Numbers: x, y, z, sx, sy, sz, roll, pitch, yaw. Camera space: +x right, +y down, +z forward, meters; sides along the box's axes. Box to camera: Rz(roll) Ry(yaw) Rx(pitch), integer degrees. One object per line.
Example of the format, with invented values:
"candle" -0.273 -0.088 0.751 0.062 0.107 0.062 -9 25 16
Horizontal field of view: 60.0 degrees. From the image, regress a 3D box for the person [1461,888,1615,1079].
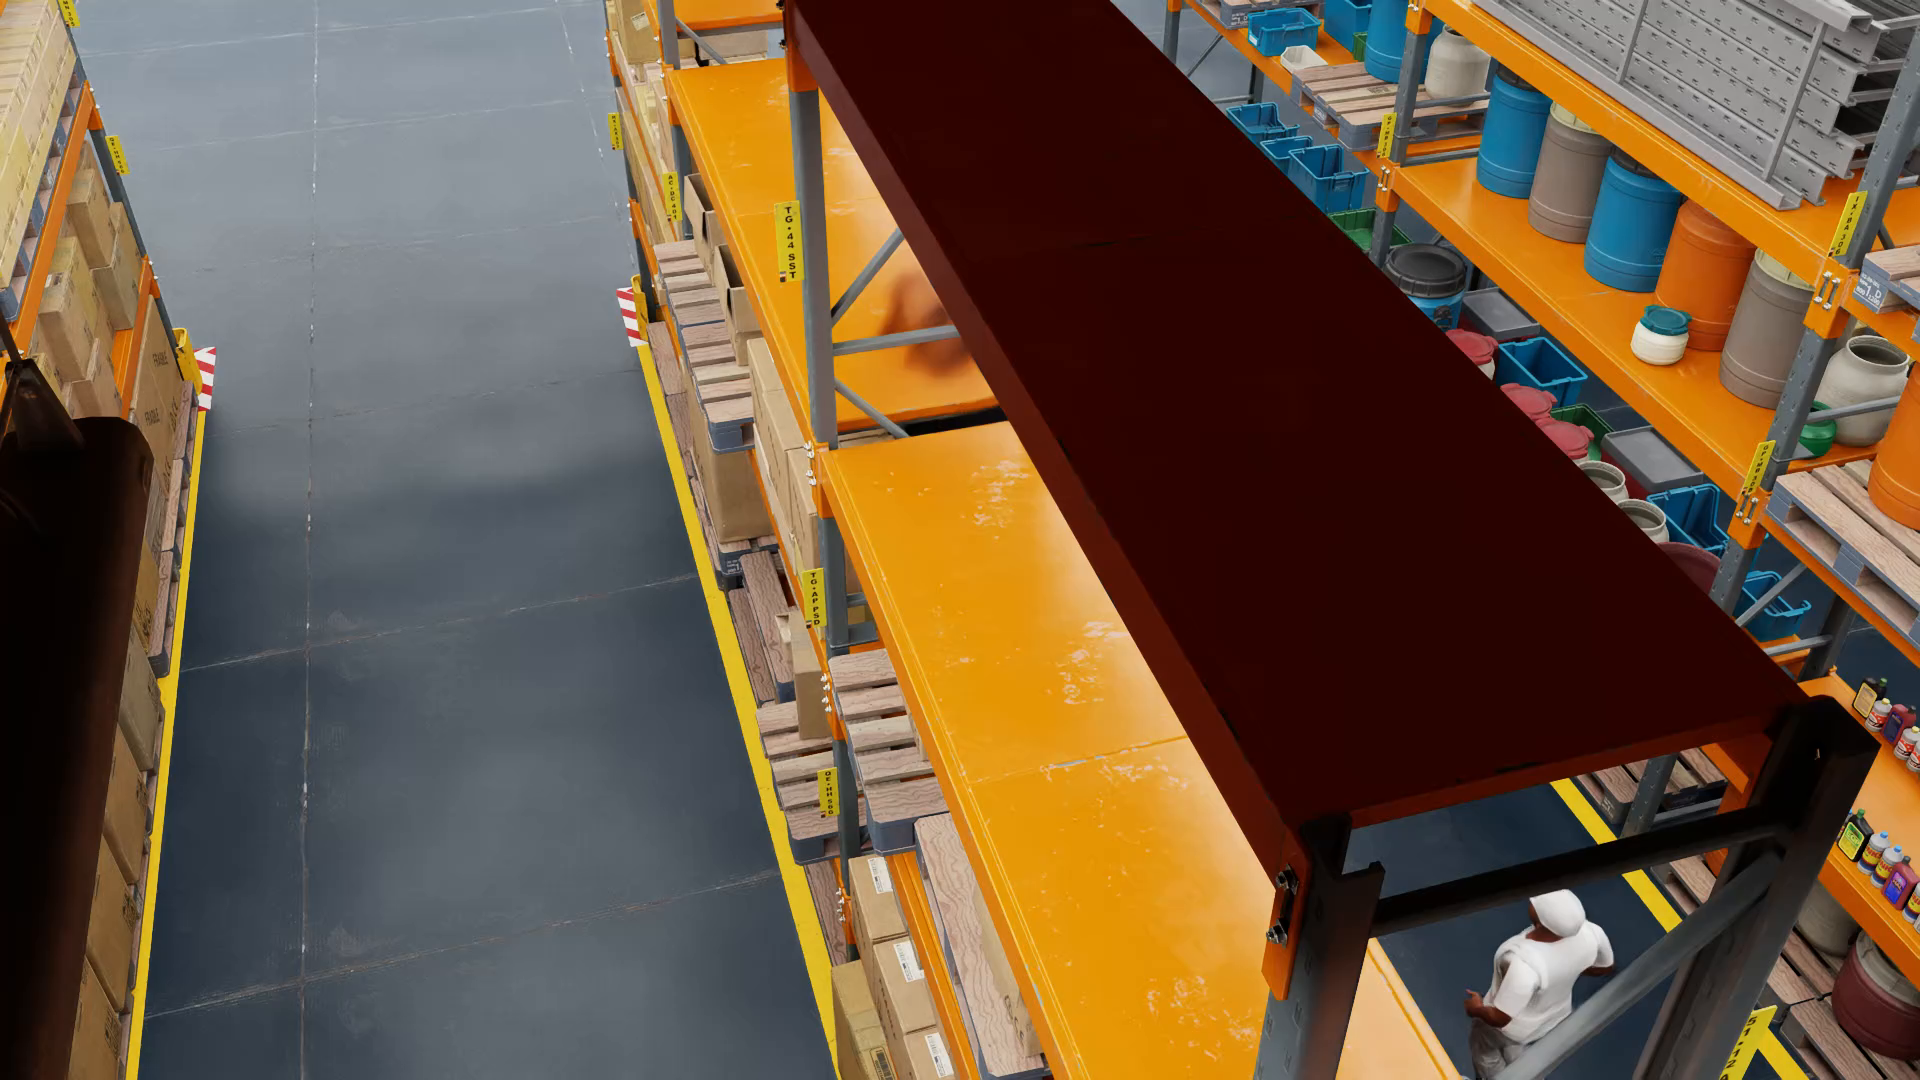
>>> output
"person" 2.766 2.295 8.088 0.713 1.744 0.512 -18 42 -21
